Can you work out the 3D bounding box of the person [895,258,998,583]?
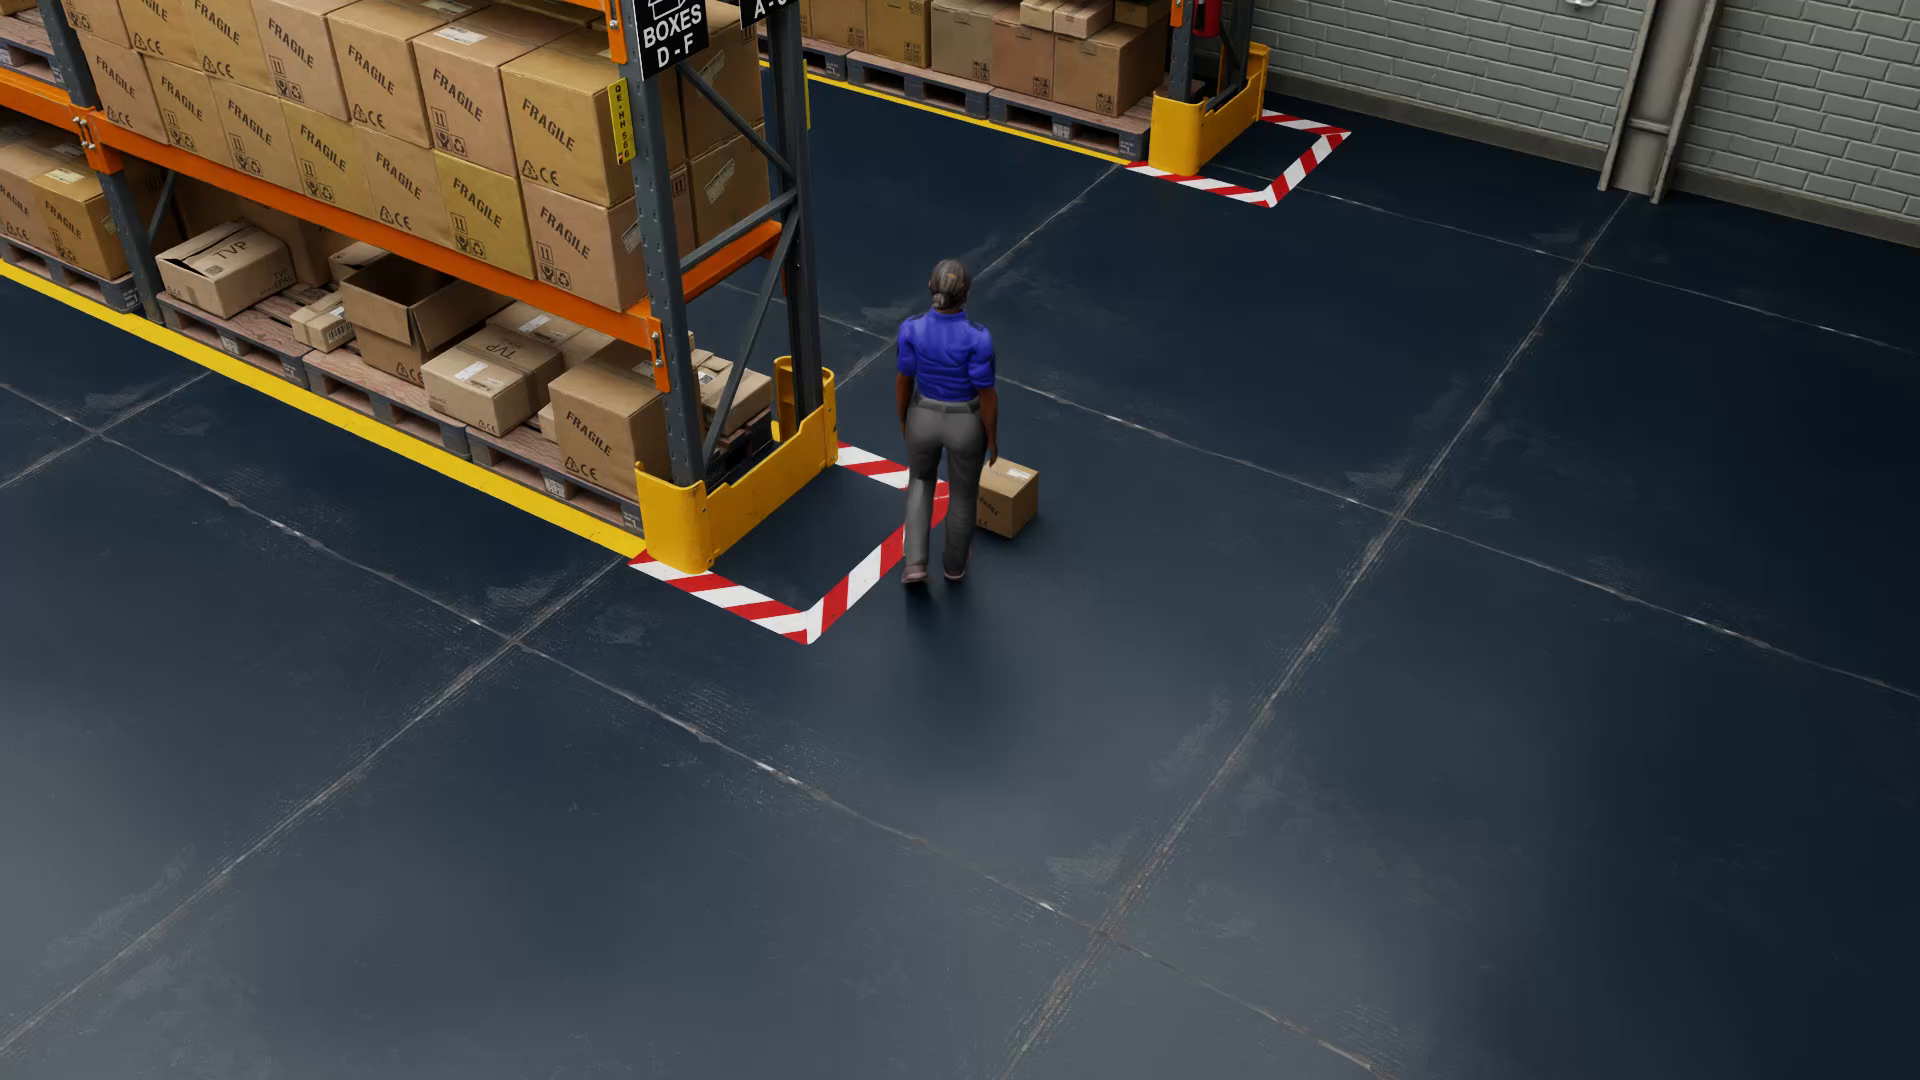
[{"bbox_3d":[-0.056,-0.473,7.267,0.463,1.673,0.505,8,39,9],"label":"person"}]
